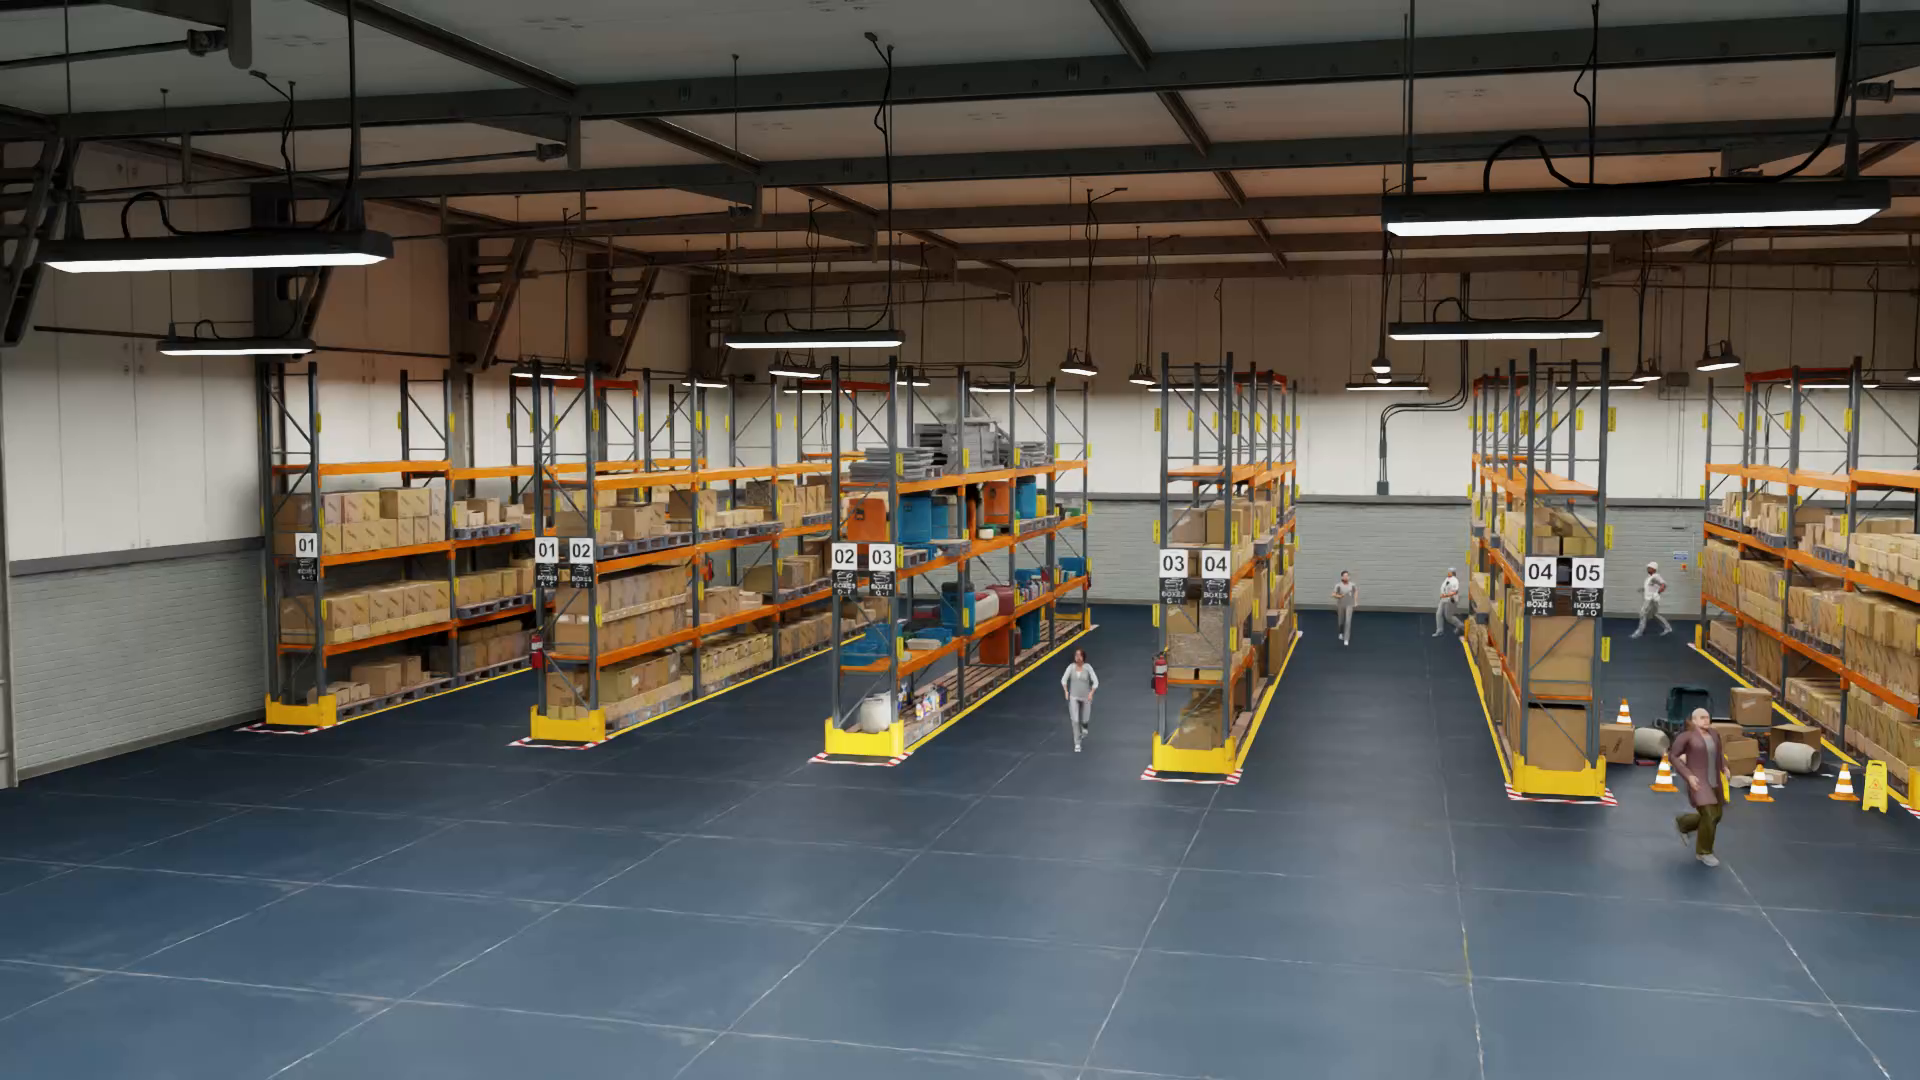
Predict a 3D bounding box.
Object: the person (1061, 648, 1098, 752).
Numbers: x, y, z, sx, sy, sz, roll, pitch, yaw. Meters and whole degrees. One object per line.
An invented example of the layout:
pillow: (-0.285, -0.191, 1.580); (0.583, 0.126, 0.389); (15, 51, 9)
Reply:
person: (1.832, 2.428, 25.480); (0.575, 1.557, 0.678); (1, 4, 8)

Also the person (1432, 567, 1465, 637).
person: (11.487, 1.458, 38.910); (0.759, 1.664, 0.625); (-1, 4, -12)

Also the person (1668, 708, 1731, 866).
person: (8.472, 2.797, 19.073); (0.707, 1.761, 0.745); (-1, 4, -19)

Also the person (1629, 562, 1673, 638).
person: (16.003, 1.397, 38.469); (0.943, 1.800, 0.717); (2, 4, 22)

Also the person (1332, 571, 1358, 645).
person: (8.678, 1.513, 37.478); (0.572, 1.647, 0.927); (1, 4, 8)
